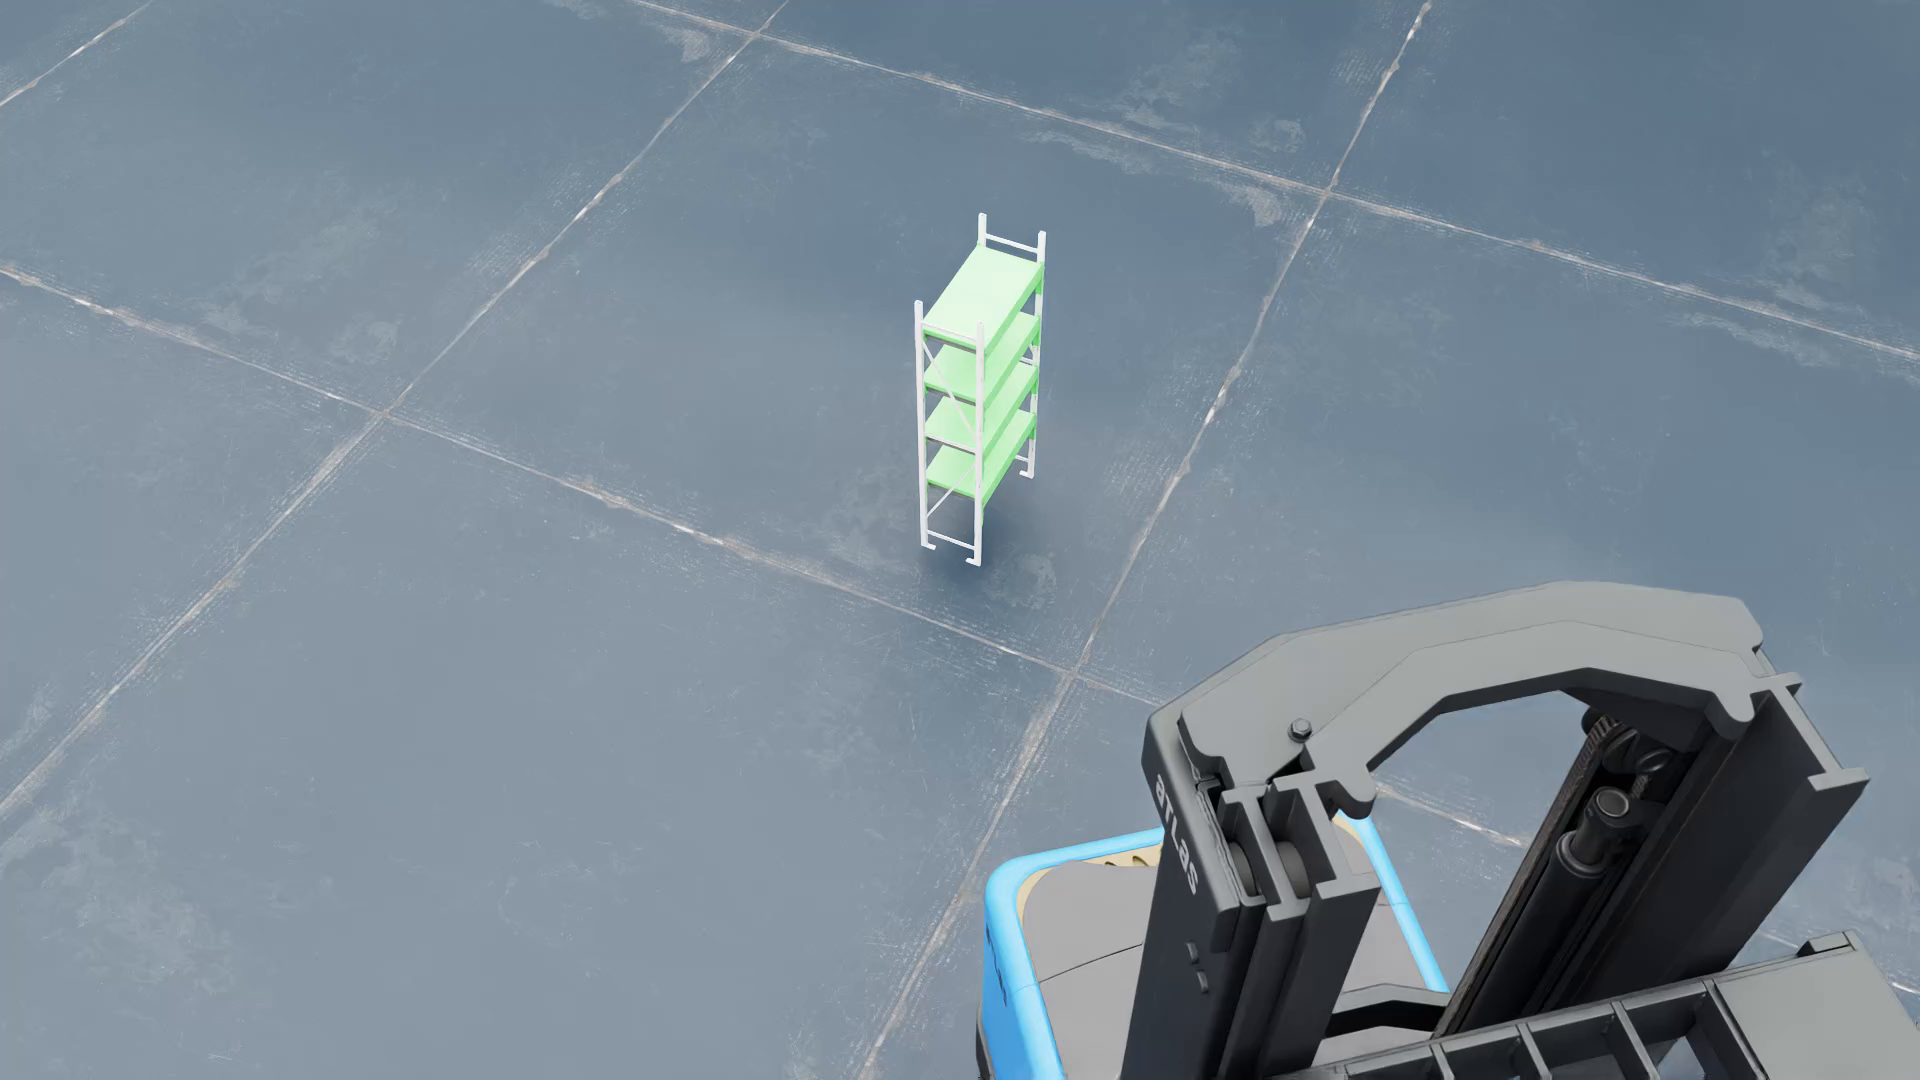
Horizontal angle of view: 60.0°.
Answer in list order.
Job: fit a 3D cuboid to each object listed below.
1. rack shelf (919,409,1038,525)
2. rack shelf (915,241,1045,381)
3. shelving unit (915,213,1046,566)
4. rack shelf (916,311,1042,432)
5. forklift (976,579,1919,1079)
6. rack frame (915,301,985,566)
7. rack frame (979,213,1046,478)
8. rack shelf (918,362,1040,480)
[{"bbox_3d":[0.071,-0.306,6.121,0.258,0.148,0.480,20,52,16],"label":"rack shelf"},{"bbox_3d":[0.071,-0.772,5.573,0.258,0.148,0.480,20,52,16],"label":"rack shelf"},{"bbox_3d":[0.071,-0.503,5.890,0.258,1.200,0.503,20,52,16],"label":"shelving unit"},{"bbox_3d":[0.071,-0.617,5.756,0.258,0.148,0.480,20,52,16],"label":"rack shelf"},{"bbox_3d":[0.883,1.568,2.991,1.130,2.935,3.031,-10,50,-9],"label":"forklift"},{"bbox_3d":[-0.034,-0.335,5.747,0.240,1.200,0.015,20,52,16],"label":"rack frame"},{"bbox_3d":[0.175,-0.671,6.033,0.240,1.200,0.015,20,52,16],"label":"rack frame"},{"bbox_3d":[0.071,-0.461,5.939,0.258,0.148,0.480,20,52,16],"label":"rack shelf"}]
